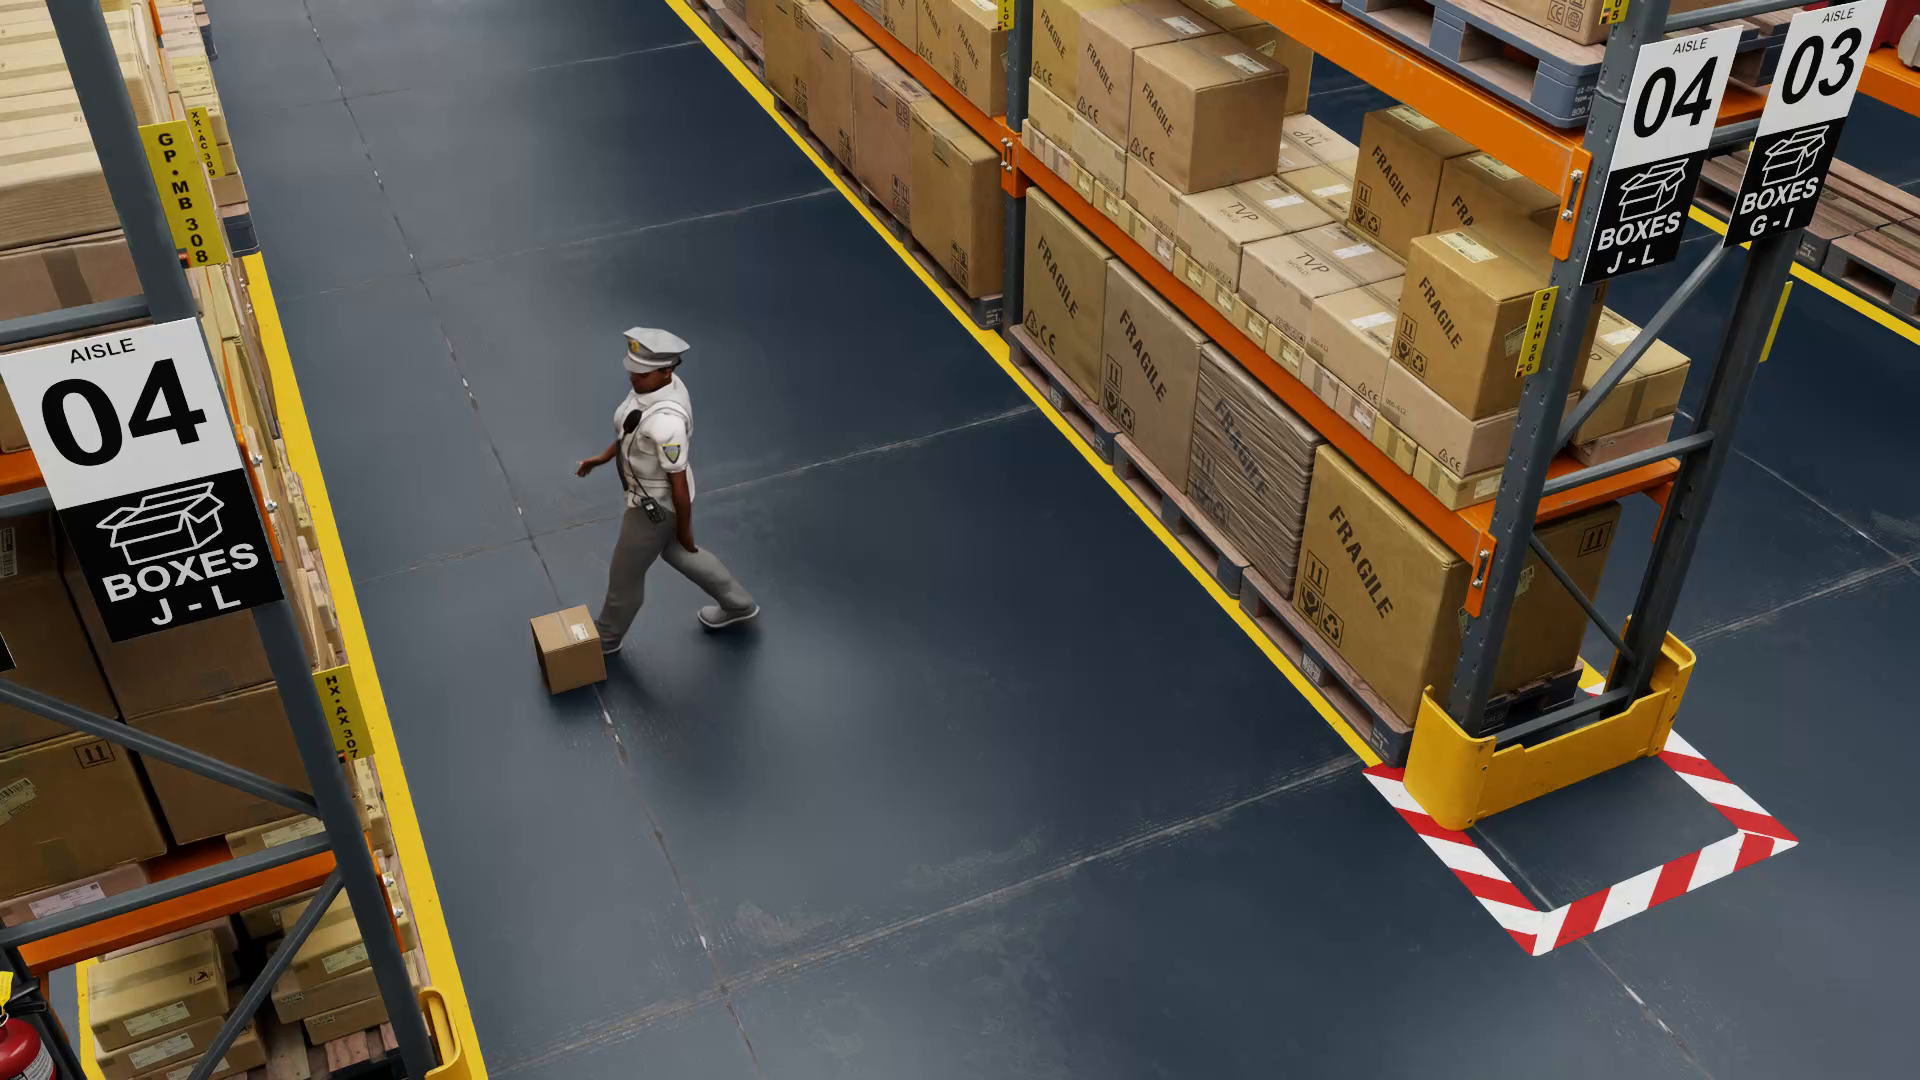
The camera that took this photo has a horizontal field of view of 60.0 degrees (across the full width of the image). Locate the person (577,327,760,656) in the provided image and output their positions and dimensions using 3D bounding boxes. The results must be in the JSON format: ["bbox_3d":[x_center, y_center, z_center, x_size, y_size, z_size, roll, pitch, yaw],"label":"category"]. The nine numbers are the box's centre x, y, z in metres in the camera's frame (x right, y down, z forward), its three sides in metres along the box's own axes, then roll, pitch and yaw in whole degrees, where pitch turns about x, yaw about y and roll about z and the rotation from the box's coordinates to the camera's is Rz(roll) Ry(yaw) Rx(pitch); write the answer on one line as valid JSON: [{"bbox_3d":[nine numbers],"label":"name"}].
[{"bbox_3d":[-1.380,-0.196,7.105,0.898,1.630,0.508,-7,38,-9],"label":"person"}]
